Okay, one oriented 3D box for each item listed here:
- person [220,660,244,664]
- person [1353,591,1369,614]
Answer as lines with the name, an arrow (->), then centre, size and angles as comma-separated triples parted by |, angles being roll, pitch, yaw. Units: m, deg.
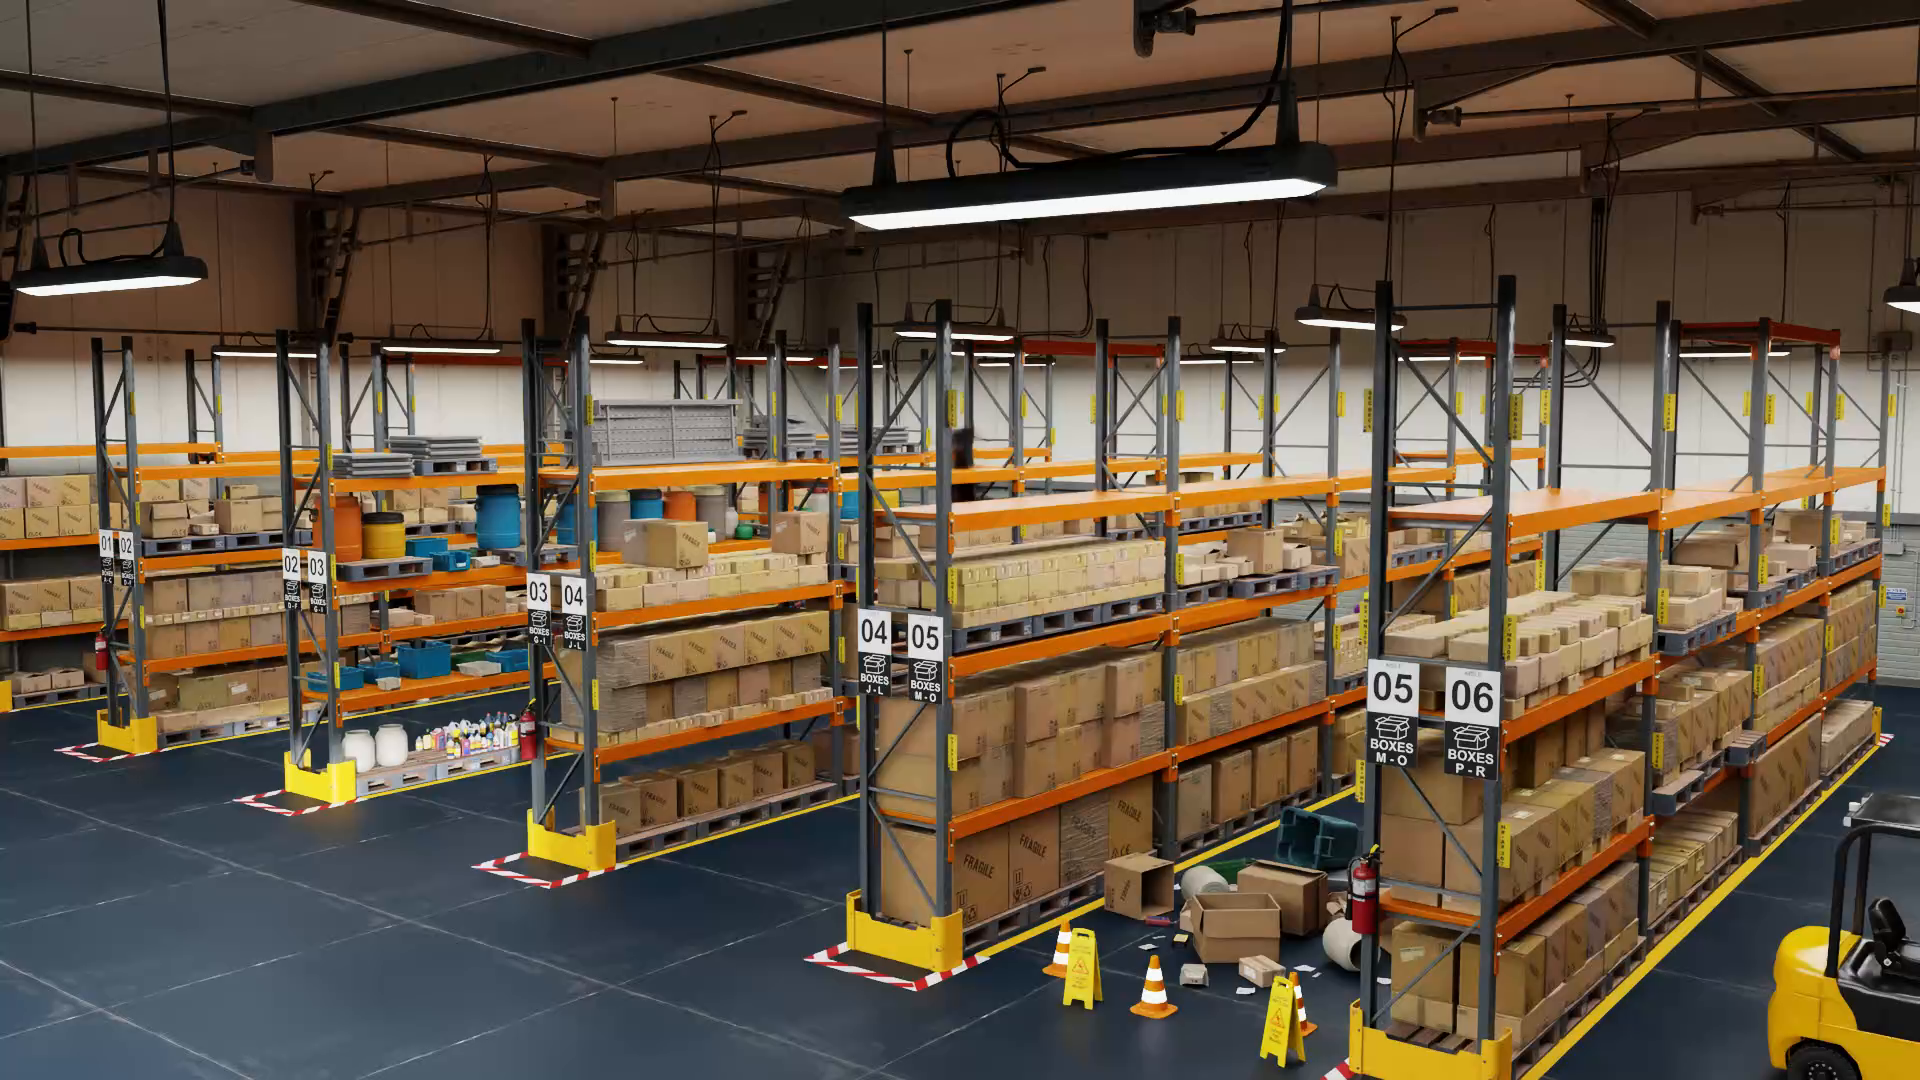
person -> -12.292, 1.887, 28.133 | 0.585, 1.758, 0.826 | 1, 5, 12
person -> 7.489, 1.728, 30.050 | 0.743, 1.715, 1.048 | 3, 6, 27
